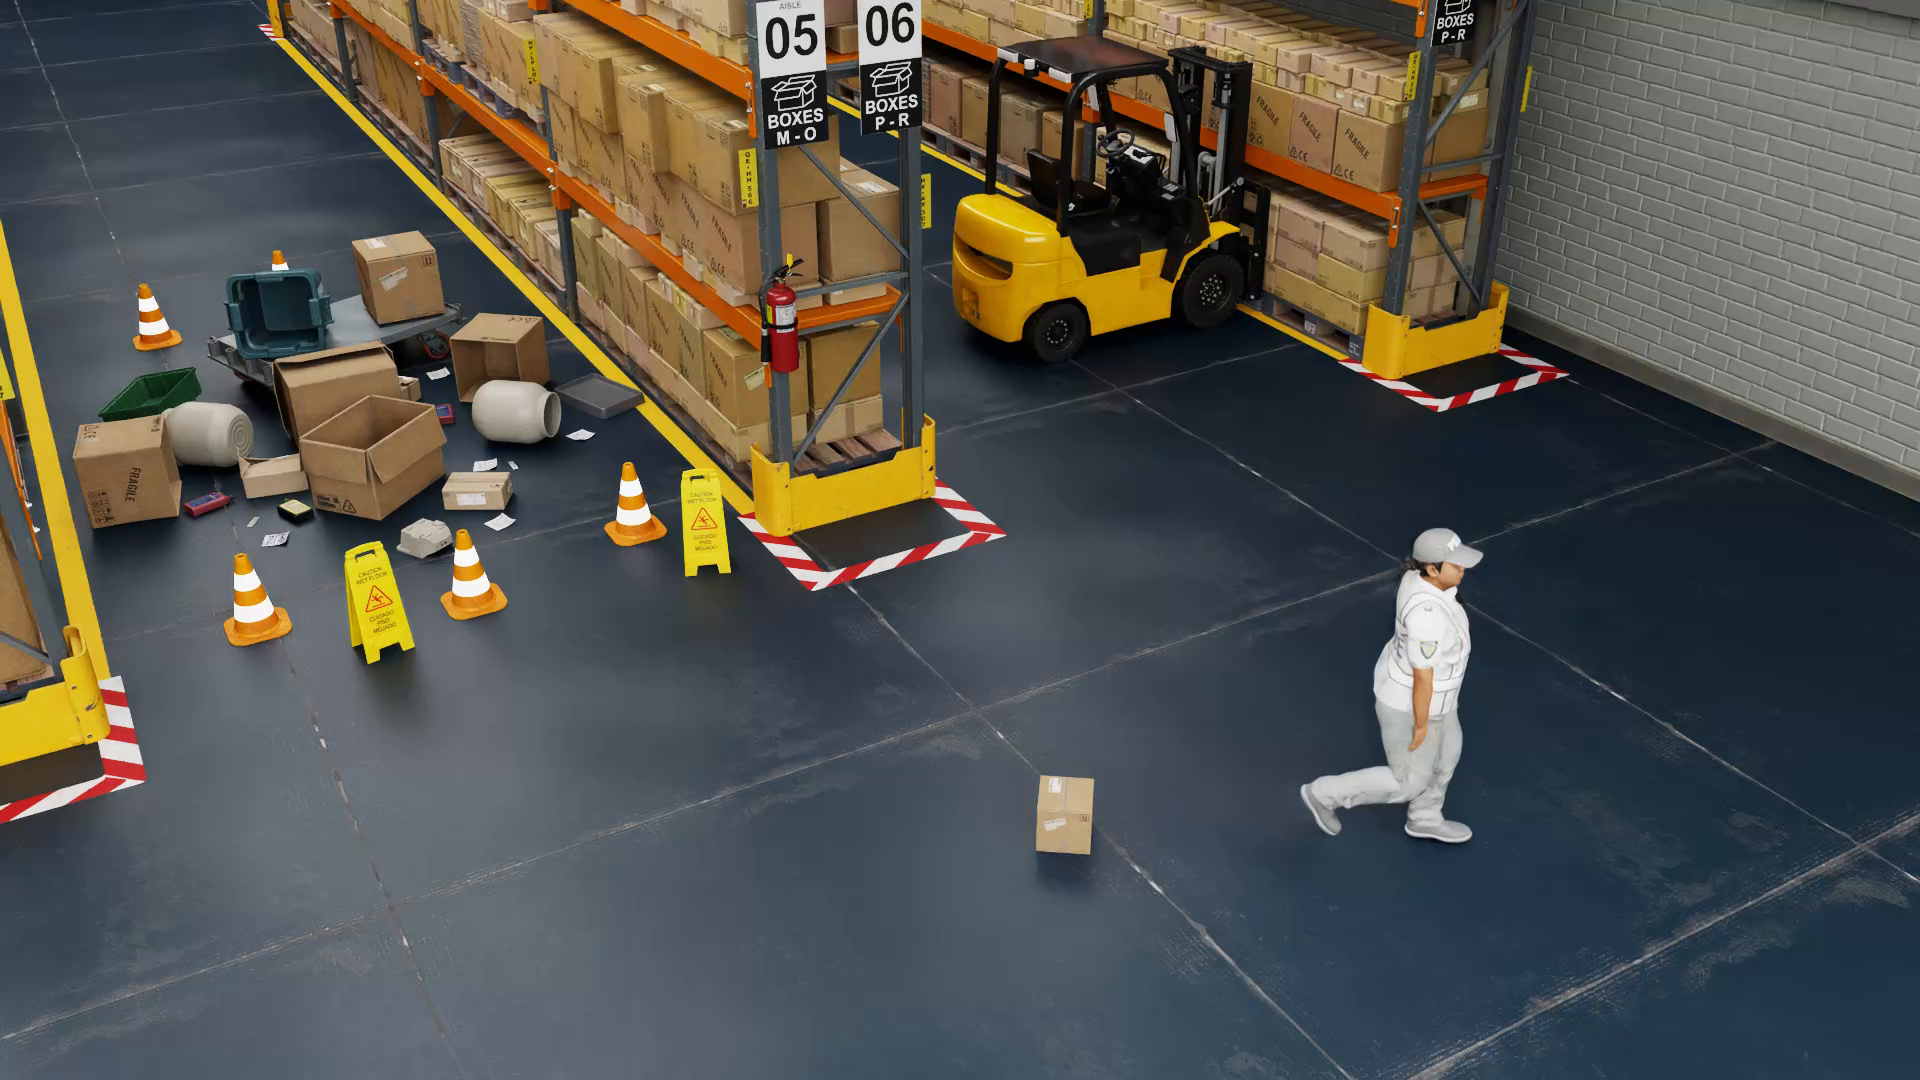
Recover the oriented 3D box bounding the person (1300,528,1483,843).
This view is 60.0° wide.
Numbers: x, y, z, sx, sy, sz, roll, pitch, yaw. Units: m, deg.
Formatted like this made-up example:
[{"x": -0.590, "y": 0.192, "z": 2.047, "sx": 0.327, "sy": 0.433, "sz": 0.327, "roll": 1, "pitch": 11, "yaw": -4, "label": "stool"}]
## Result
[{"x": 1.963, "y": 0.669, "z": 7.329, "sx": 0.790, "sy": 1.626, "sz": 0.501, "roll": 8, "pitch": 30, "yaw": 14, "label": "person"}]
